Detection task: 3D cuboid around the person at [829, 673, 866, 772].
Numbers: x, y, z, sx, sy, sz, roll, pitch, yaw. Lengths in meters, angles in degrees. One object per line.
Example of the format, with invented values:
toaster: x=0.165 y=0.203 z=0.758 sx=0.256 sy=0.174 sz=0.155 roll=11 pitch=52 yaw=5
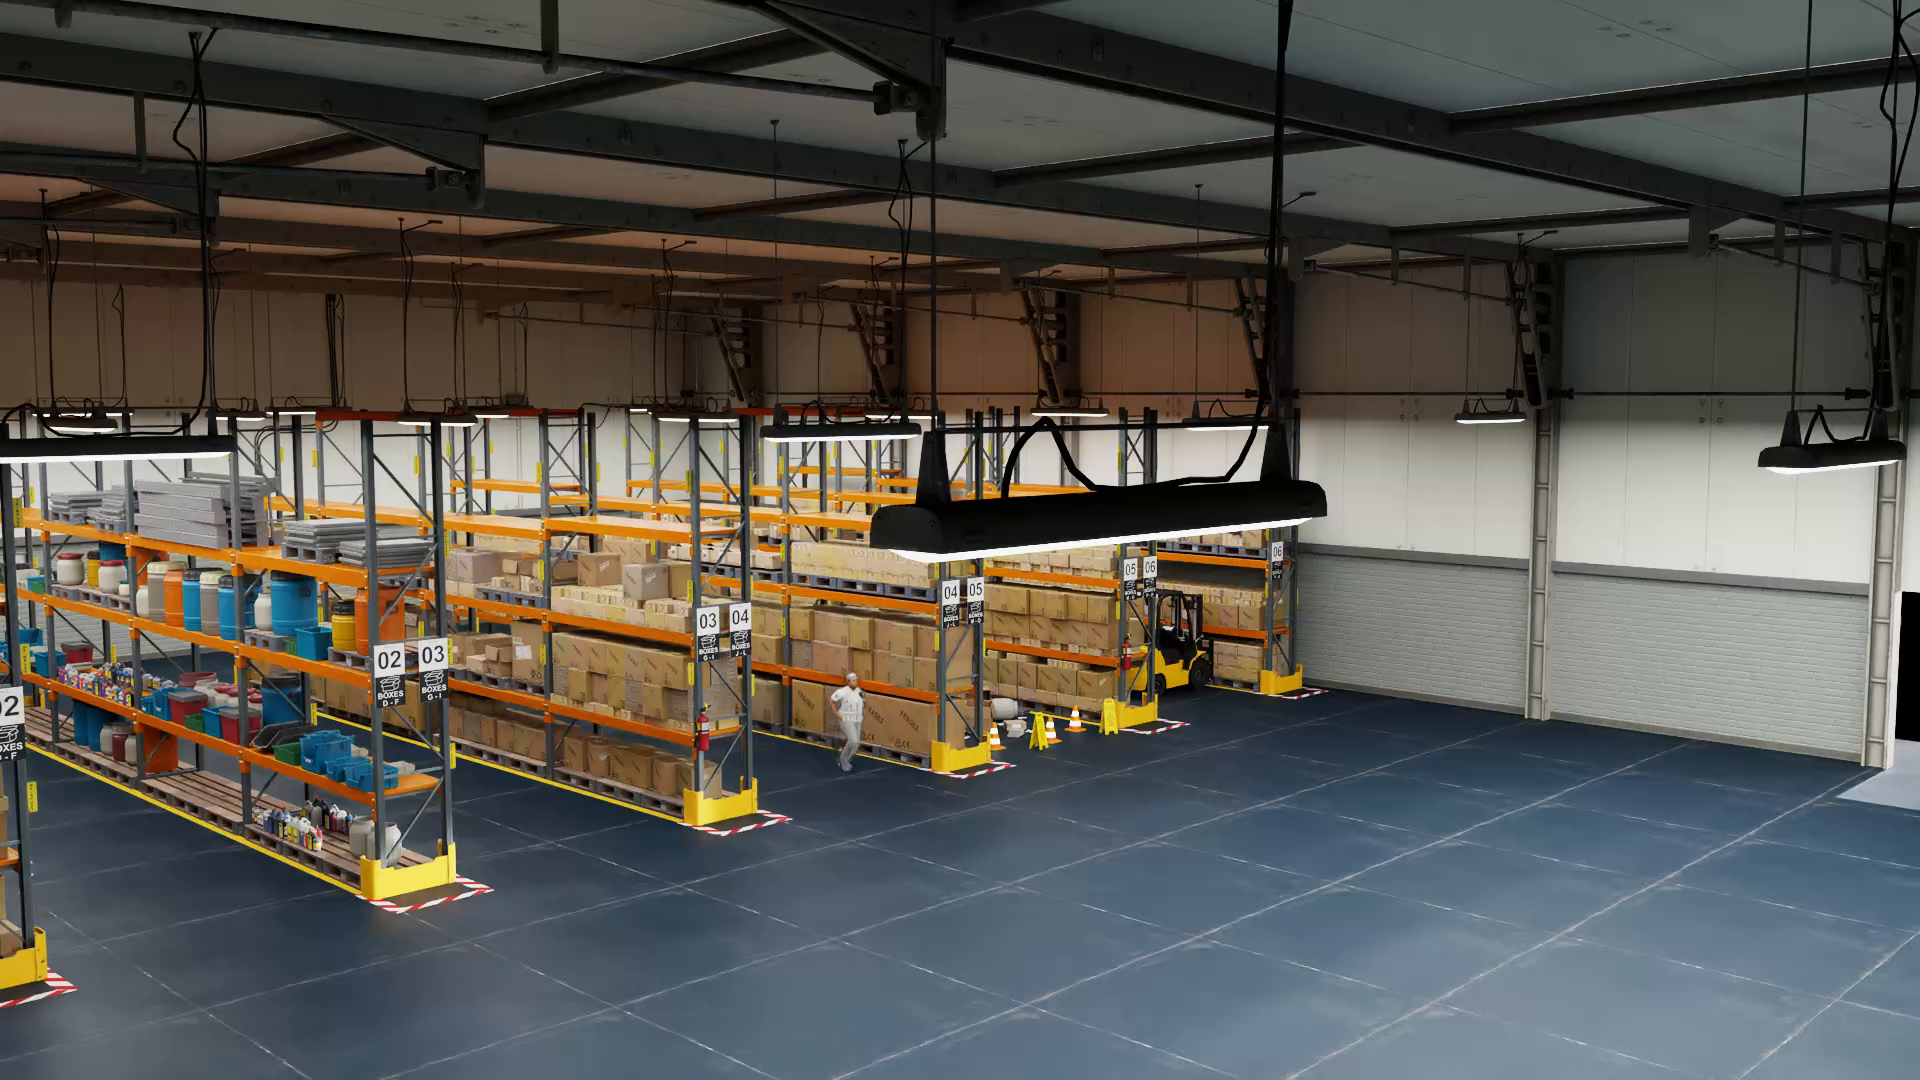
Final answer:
person: x=-1.814 y=3.049 z=27.838 sx=0.665 sy=1.650 sz=0.599 roll=-5 pitch=7 yaw=-44
